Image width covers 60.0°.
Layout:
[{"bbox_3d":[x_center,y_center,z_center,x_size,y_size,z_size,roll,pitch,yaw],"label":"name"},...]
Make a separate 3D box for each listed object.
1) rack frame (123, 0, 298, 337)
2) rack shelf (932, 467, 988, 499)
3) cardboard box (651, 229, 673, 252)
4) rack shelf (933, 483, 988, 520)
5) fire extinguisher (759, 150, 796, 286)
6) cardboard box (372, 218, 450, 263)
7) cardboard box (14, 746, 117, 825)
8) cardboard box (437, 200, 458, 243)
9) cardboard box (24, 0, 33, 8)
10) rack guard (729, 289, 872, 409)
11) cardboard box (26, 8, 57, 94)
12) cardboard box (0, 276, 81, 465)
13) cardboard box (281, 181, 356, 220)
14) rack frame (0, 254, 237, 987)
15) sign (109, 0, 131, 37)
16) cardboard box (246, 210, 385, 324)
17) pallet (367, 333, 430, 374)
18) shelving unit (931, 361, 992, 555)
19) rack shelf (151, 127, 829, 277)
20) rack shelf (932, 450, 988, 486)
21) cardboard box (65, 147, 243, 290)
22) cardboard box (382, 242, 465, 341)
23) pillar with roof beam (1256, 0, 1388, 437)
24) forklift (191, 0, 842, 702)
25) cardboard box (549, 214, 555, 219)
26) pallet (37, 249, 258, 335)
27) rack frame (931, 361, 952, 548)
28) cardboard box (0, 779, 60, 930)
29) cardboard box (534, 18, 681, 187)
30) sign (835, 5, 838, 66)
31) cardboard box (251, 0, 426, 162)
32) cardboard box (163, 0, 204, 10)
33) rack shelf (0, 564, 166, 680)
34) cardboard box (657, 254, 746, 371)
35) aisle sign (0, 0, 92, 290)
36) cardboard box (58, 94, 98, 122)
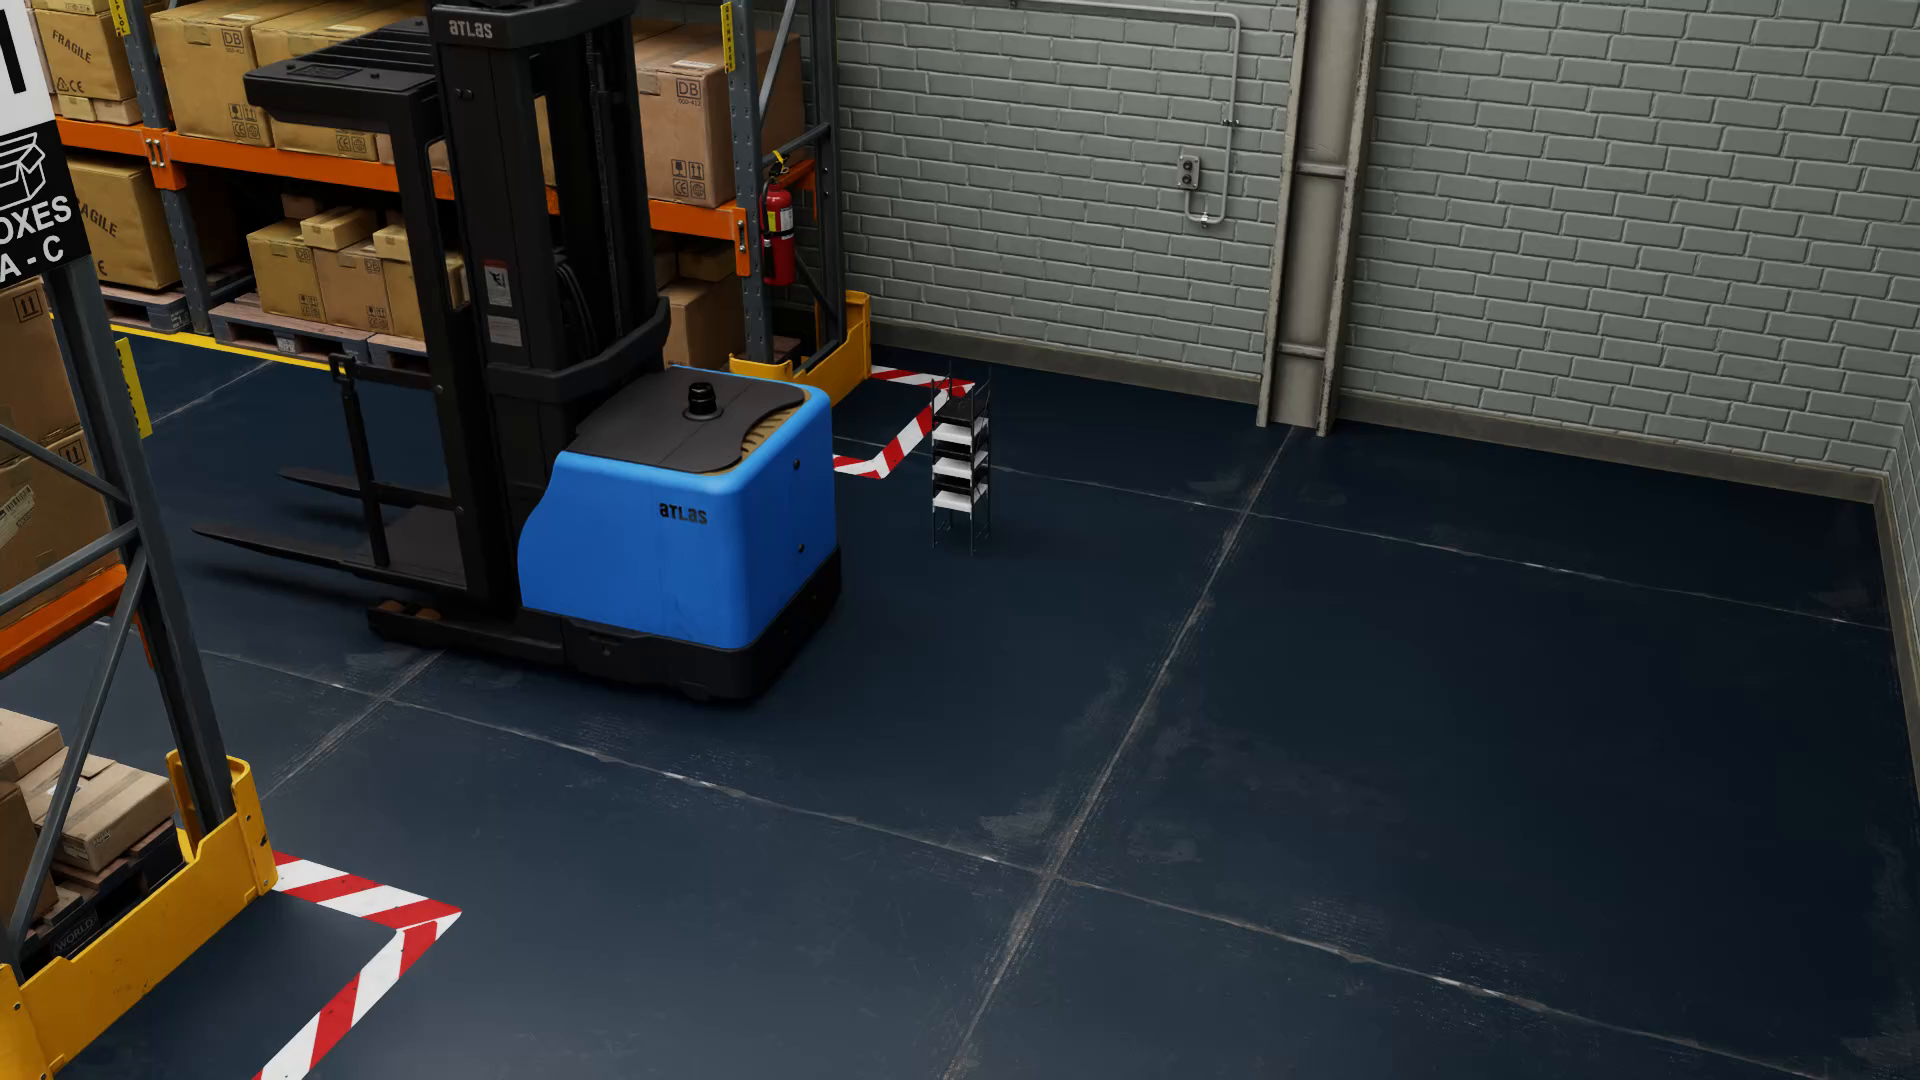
[{"bbox_3d":[-4.620,-2.832,10.212,0.127,3.000,1.000,11,31,19],"label":"rack frame"},{"bbox_3d":[0.008,-0.283,8.087,0.200,0.077,0.258,11,31,19],"label":"rack shelf"},{"bbox_3d":[-1.879,-1.714,9.688,0.250,0.149,0.380,11,31,19],"label":"cardboard box"},{"bbox_3d":[0.008,-0.205,8.131,0.200,0.077,0.258,11,31,19],"label":"rack shelf"},{"bbox_3d":[-0.947,-1.657,8.591,0.183,0.674,0.296,11,31,19],"label":"fire extinguisher"},{"bbox_3d":[-3.233,-1.781,9.806,0.250,0.149,0.380,10,31,18],"label":"cardboard box"},{"bbox_3d":[-3.263,0.929,5.990,0.250,0.166,0.380,11,31,19],"label":"cardboard box"},{"bbox_3d":[-3.058,-1.949,10.104,0.250,0.149,0.380,12,31,20],"label":"cardboard box"},{"bbox_3d":[-5.619,-3.409,10.046,0.500,0.250,0.500,12,32,20],"label":"cardboard box"},{"bbox_3d":[-0.891,-0.999,9.509,0.348,0.500,1.175,11,31,19],"label":"rack guard"},{"bbox_3d":[-5.619,-3.074,10.216,0.500,0.500,0.500,12,31,20],"label":"cardboard box"},{"bbox_3d":[-3.085,-0.513,4.992,0.500,0.500,0.500,12,32,21],"label":"cardboard box"},{"bbox_3d":[-4.025,-2.141,10.444,0.250,0.149,0.380,11,31,19],"label":"cardboard box"},{"bbox_3d":[-2.773,0.168,4.905,0.127,3.000,1.000,11,31,19],"label":"rack frame"},{"bbox_3d":[-4.815,-3.052,9.505,0.005,0.325,0.100,11,31,19],"label":"sign"},{"bbox_3d":[-3.966,-1.741,10.396,0.500,0.500,0.700,12,32,20],"label":"cardboard box"},{"bbox_3d":[-2.811,-1.216,10.188,1.213,0.211,1.003,11,31,19],"label":"pallet"},{"bbox_3d":[0.008,-0.390,8.026,0.210,0.900,0.258,11,31,19],"label":"shelving unit"},{"bbox_3d":[-2.767,-2.149,9.734,4.000,0.370,1.077,11,31,19],"label":"rack shelf"},{"bbox_3d":[0.008,-0.361,8.042,0.200,0.077,0.258,11,31,19],"label":"rack shelf"},{"bbox_3d":[-5.271,-2.140,10.745,0.750,0.750,0.750,12,32,20],"label":"cardboard box"},{"bbox_3d":[-3.027,-1.551,10.059,0.500,0.500,0.700,12,32,20],"label":"cardboard box"},{"bbox_3d":[0.295,-2.635,3.767,0.400,9.000,9.100,11,31,19],"label":"pillar with roof beam"},{"bbox_3d":[-2.120,-1.034,7.100,3.031,2.935,1.130,10,31,18],"label":"forklift"},{"bbox_3d":[-2.584,-1.854,9.937,0.250,0.149,0.380,12,31,20],"label":"cardboard box"},{"bbox_3d":[-5.364,-1.726,11.089,1.213,0.211,1.003,11,31,19],"label":"pallet"},{"bbox_3d":[-0.087,-0.409,8.059,0.006,0.900,0.240,11,31,19],"label":"rack frame"},{"bbox_3d":[-3.369,1.076,5.391,0.500,0.500,0.500,11,31,19],"label":"cardboard box"},{"bbox_3d":[-2.068,-2.442,9.216,0.700,0.700,0.980,11,31,19],"label":"cardboard box"},{"bbox_3d":[-0.699,-2.755,9.116,0.005,0.325,0.100,11,31,19],"label":"sign"},{"bbox_3d":[-3.449,-2.717,9.704,0.700,0.700,0.980,10,31,18],"label":"cardboard box"},{"bbox_3d":[-4.952,-3.213,10.463,0.500,0.500,0.500,10,31,17],"label":"cardboard box"},{"bbox_3d":[-4.626,0.111,5.737,4.000,0.370,1.077,11,31,19],"label":"rack shelf"},{"bbox_3d":[-1.600,-1.270,9.562,0.500,0.500,0.700,11,31,19],"label":"cardboard box"},{"bbox_3d":[-2.599,-1.085,4.480,0.004,0.787,0.394,11,31,19],"label":"aisle sign"},{"bbox_3d":[-5.283,-2.700,10.214,0.250,0.149,0.380,12,32,20],"label":"cardboard box"}]
